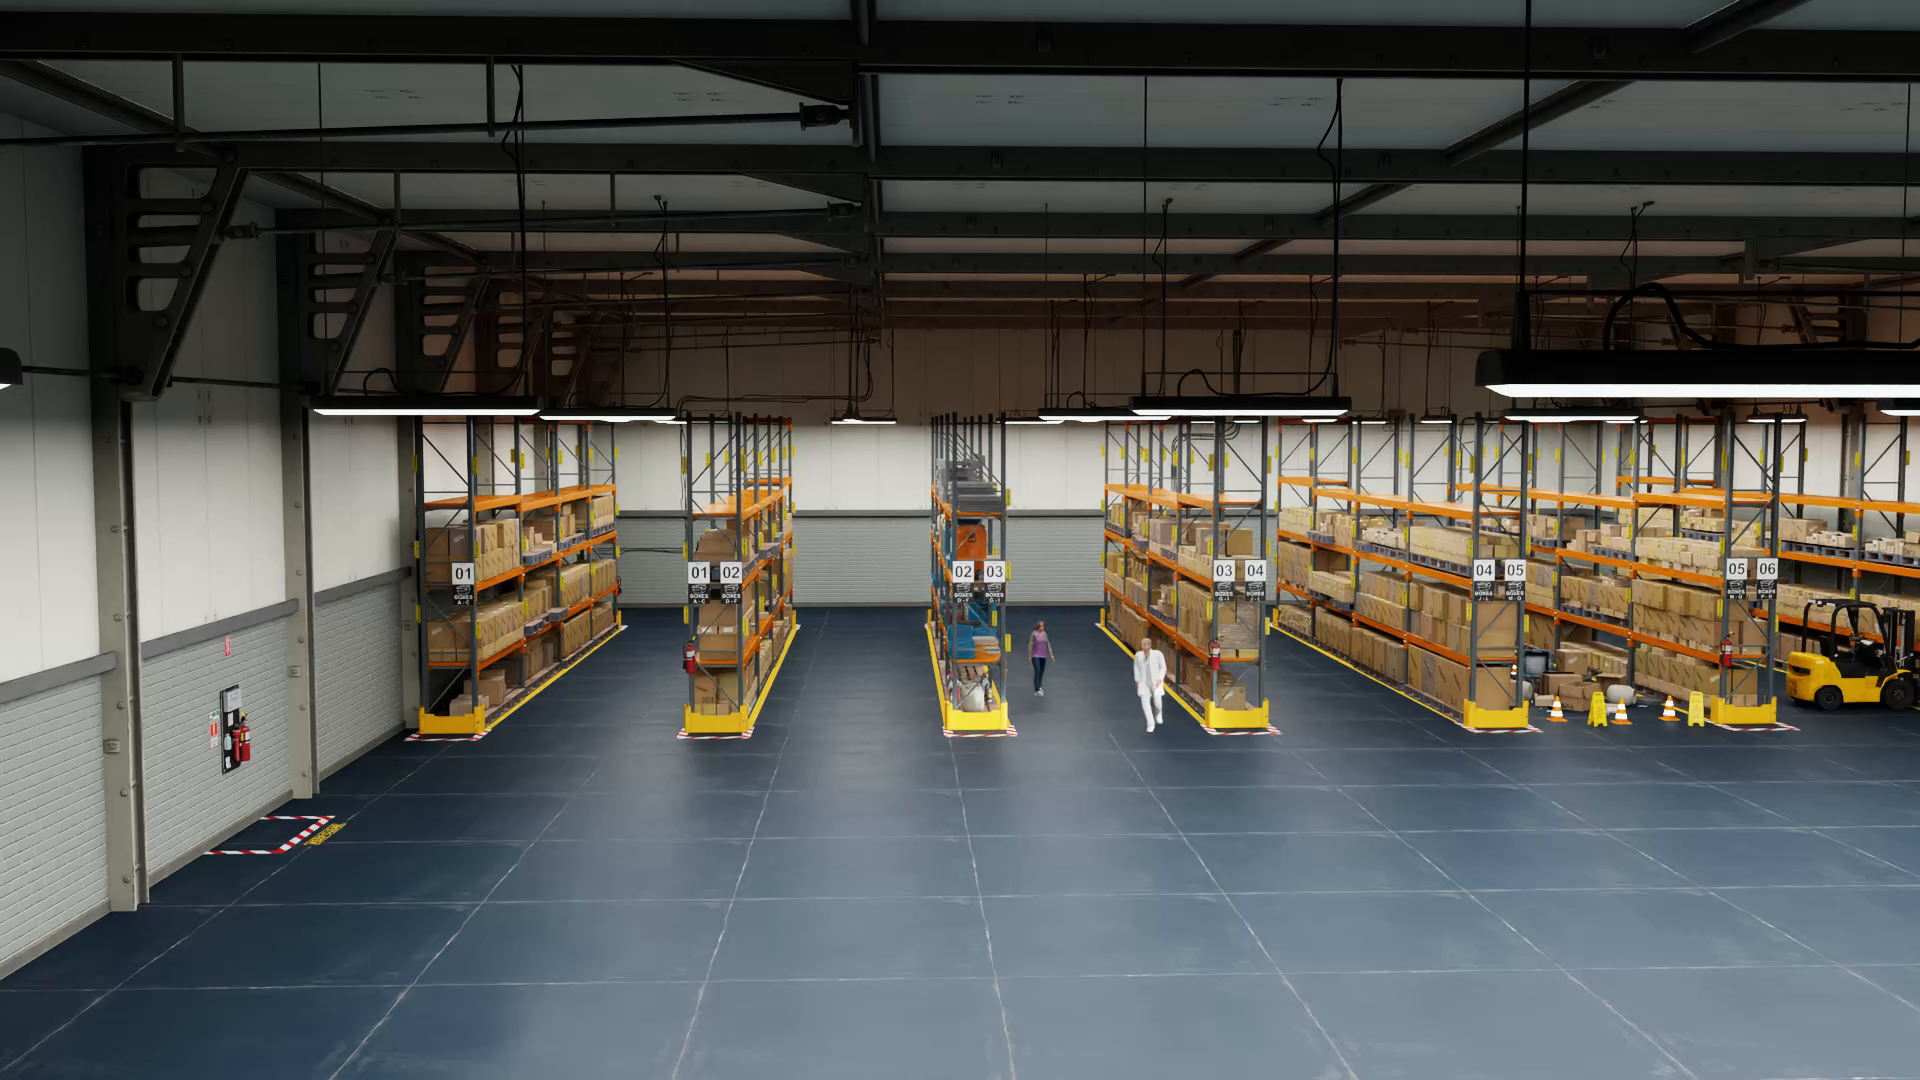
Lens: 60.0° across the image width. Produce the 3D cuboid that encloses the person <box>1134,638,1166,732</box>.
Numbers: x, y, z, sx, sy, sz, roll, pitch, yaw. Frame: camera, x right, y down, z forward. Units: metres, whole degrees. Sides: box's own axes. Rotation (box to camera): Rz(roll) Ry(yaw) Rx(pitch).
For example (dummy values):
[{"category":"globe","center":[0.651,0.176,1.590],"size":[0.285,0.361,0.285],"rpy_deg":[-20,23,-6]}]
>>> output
[{"category":"person","center":[3.592,2.715,31.467],"size":[0.634,1.753,0.738],"rpy_deg":[1,4,14]}]

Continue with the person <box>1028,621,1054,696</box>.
[{"category":"person","center":[1.728,2.517,35.597],"size":[0.514,1.582,0.649],"rpy_deg":[-2,5,-30]}]
